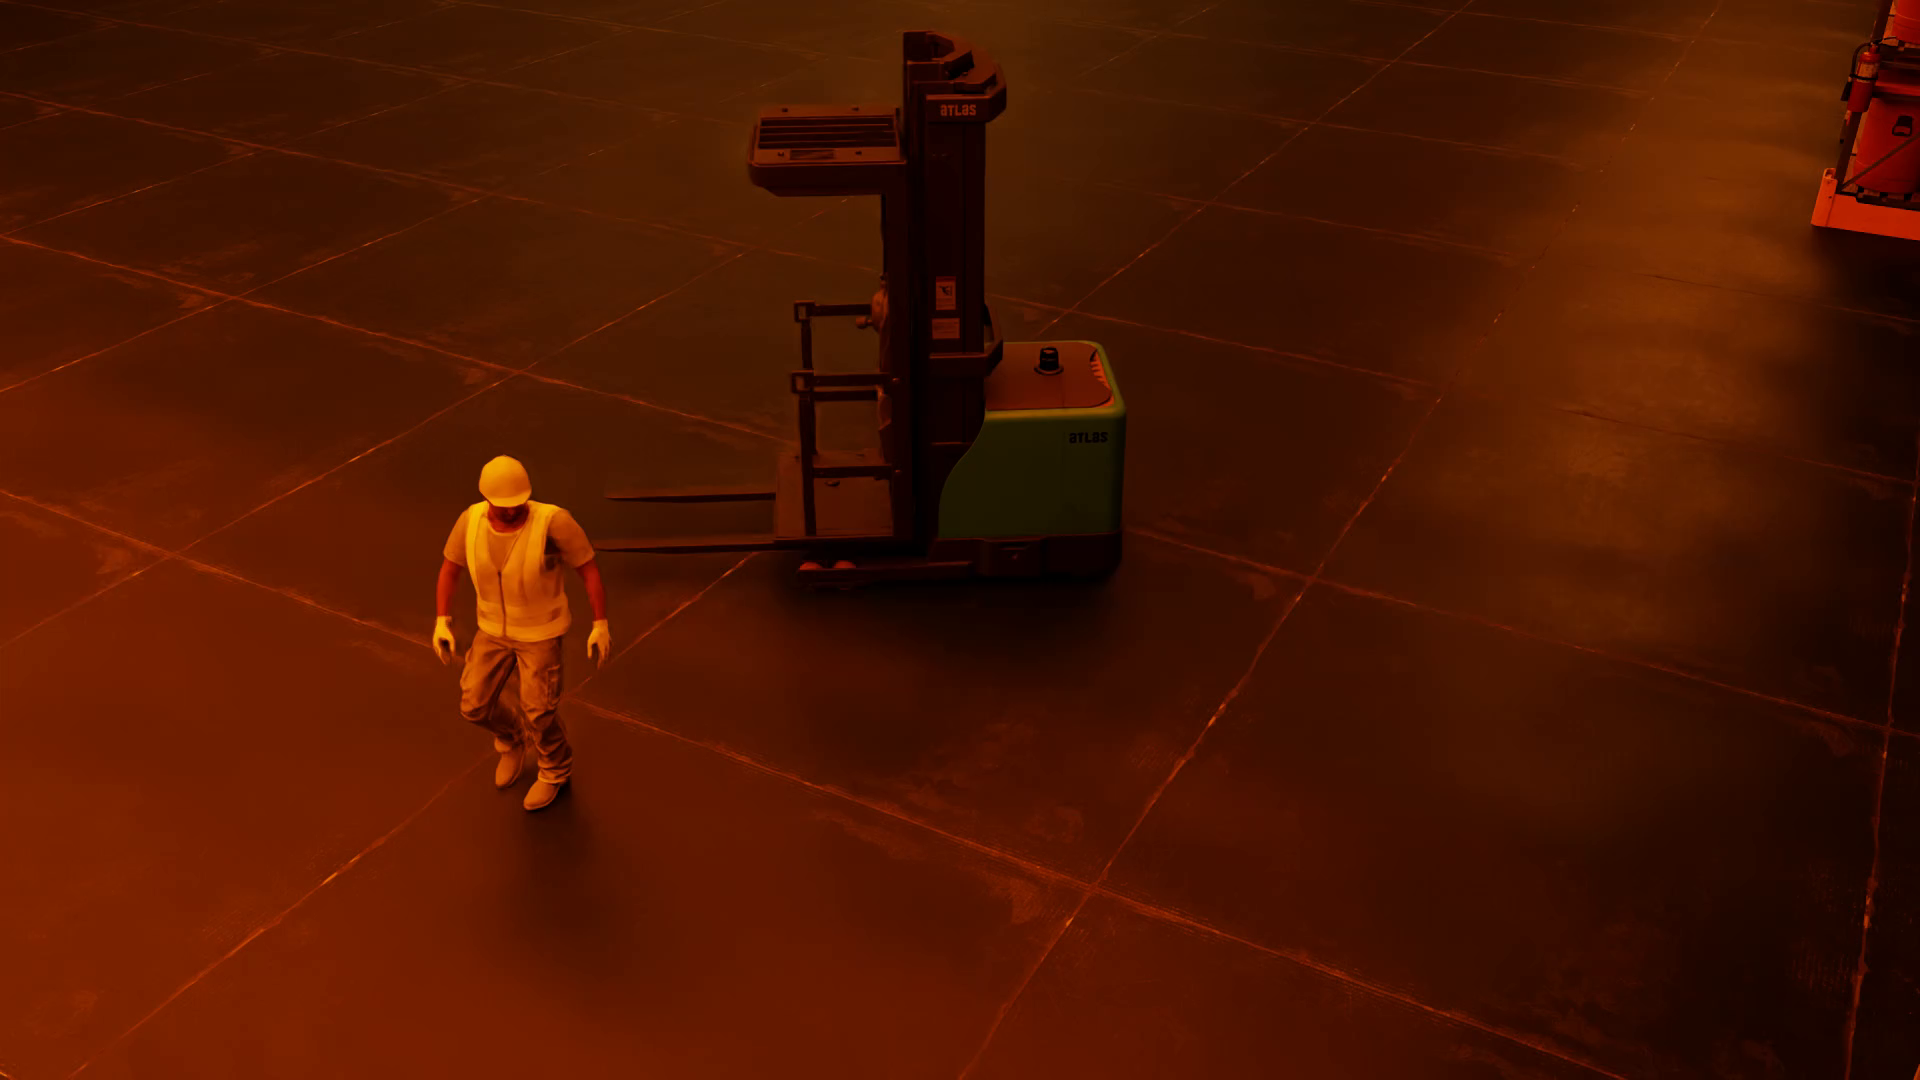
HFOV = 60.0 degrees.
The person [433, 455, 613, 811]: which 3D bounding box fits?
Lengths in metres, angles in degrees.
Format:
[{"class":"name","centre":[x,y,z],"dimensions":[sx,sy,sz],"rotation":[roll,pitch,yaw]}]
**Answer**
[{"class":"person","centre":[-1.948,0.434,7.512],"dimensions":[0.827,1.759,0.483],"rotation":[9,31,15]}]

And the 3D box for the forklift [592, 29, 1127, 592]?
[{"class":"forklift","centre":[-0.609,-1.247,9.232],"dimensions":[3.031,2.935,1.130],"rotation":[-2,30,-3]}]
